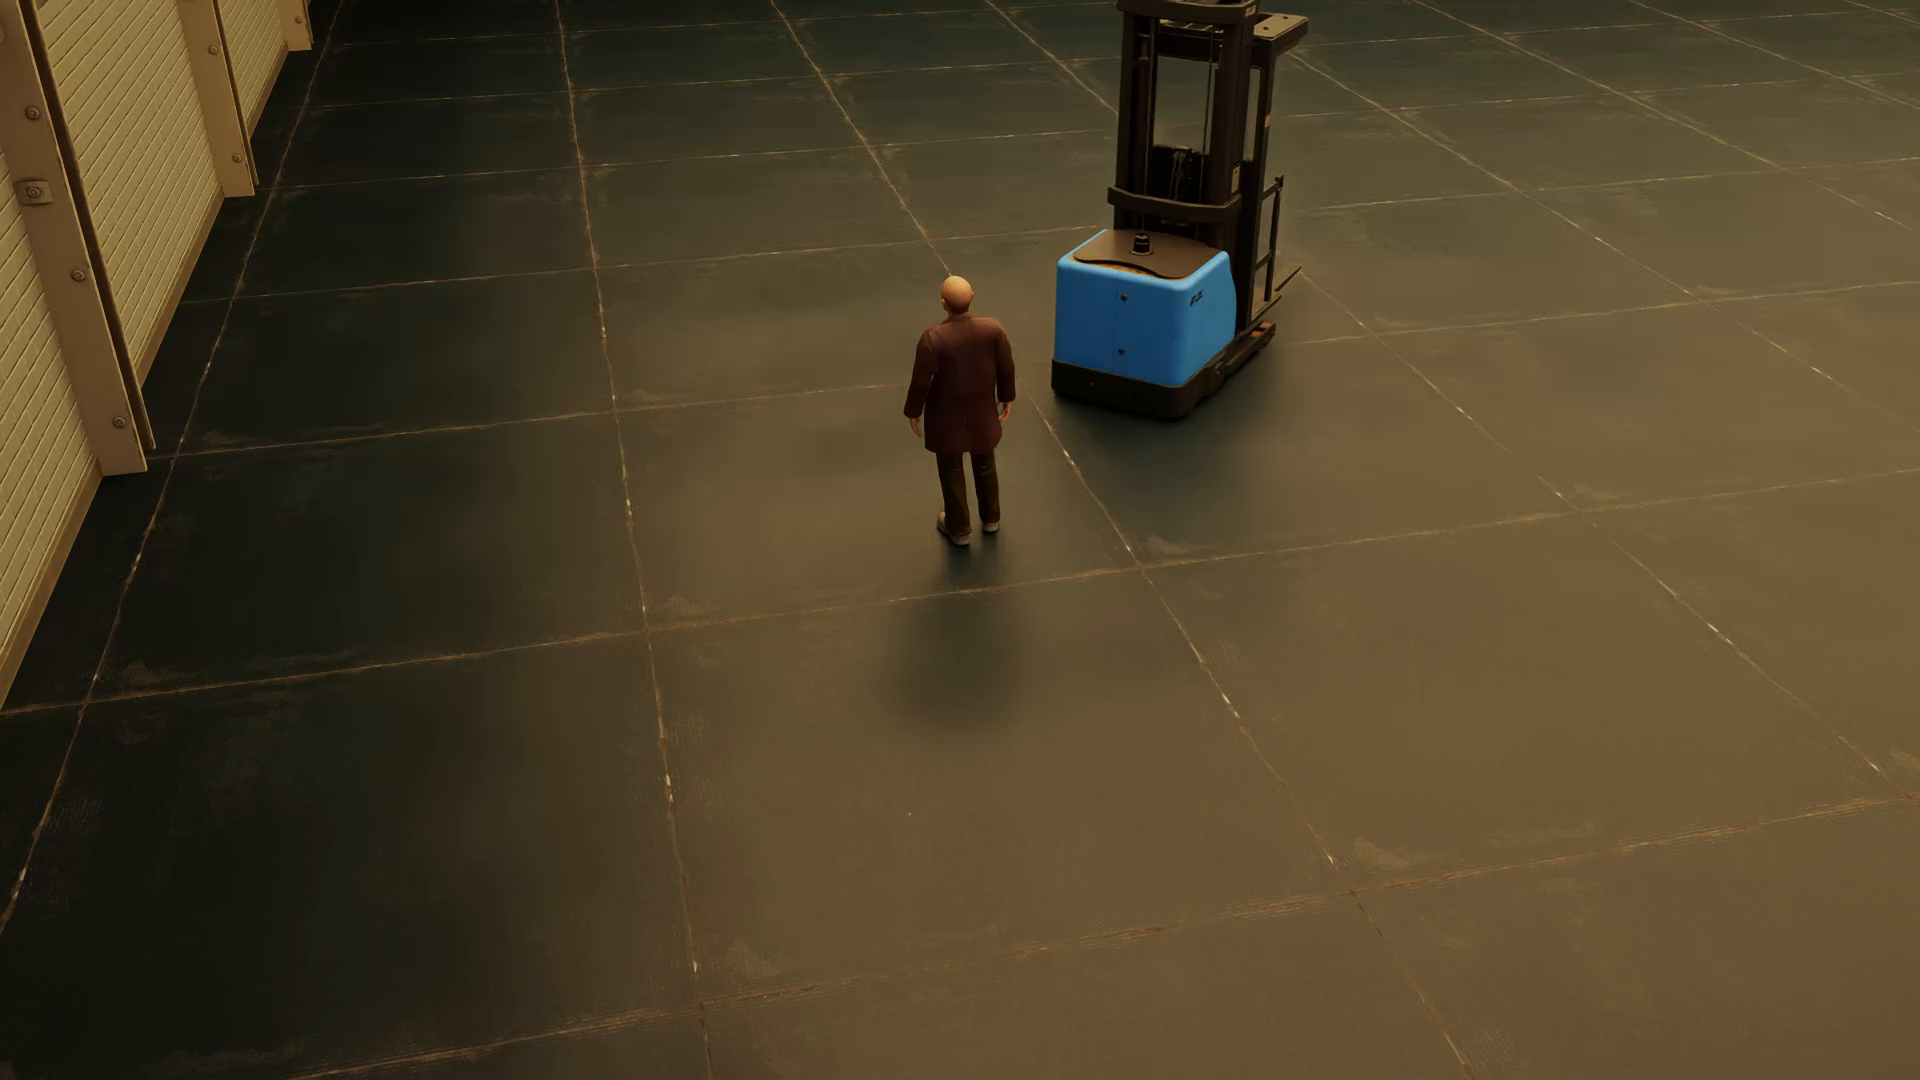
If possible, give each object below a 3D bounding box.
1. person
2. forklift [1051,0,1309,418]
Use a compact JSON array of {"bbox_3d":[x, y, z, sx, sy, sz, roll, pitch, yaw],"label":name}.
[{"bbox_3d":[-0.016,-0.820,10.128,0.696,1.776,0.582,-7,31,-12],"label":"person"},{"bbox_3d":[1.848,-2.845,12.488,1.130,2.935,3.031,16,34,26],"label":"forklift"}]
